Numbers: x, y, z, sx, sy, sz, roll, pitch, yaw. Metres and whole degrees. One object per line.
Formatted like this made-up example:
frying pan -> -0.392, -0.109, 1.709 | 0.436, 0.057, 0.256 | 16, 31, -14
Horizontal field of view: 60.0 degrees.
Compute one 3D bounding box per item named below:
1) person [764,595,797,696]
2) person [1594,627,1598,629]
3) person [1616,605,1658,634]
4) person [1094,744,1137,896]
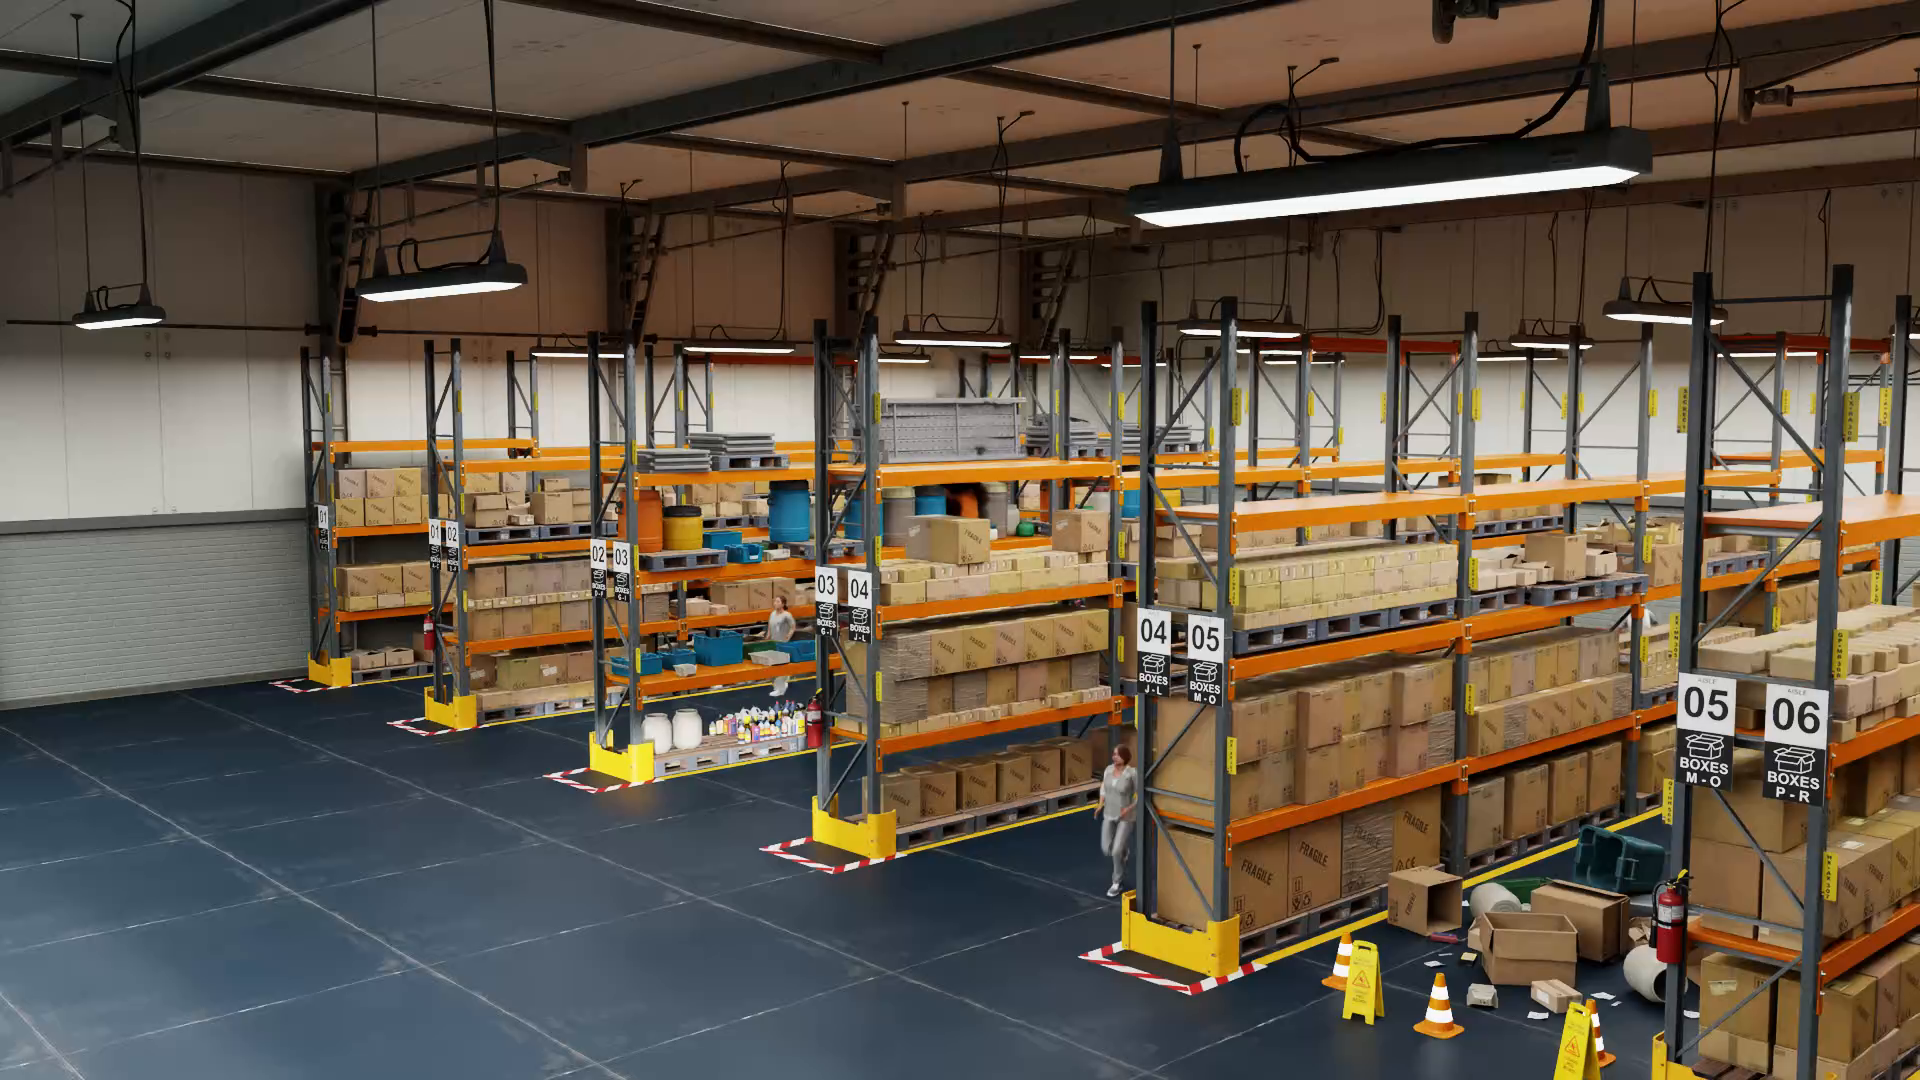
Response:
person -> -2.892, 1.697, 26.846 | 0.549, 1.635, 0.506 | 3, 6, 35
person -> 9.236, 2.143, 24.367 | 0.673, 1.736, 0.662 | -5, 7, -42
person -> 11.634, 1.812, 28.449 | 0.786, 1.778, 0.628 | 2, 5, 18
person -> 1.677, 2.885, 17.270 | 0.544, 1.559, 0.544 | 3, 6, 33
